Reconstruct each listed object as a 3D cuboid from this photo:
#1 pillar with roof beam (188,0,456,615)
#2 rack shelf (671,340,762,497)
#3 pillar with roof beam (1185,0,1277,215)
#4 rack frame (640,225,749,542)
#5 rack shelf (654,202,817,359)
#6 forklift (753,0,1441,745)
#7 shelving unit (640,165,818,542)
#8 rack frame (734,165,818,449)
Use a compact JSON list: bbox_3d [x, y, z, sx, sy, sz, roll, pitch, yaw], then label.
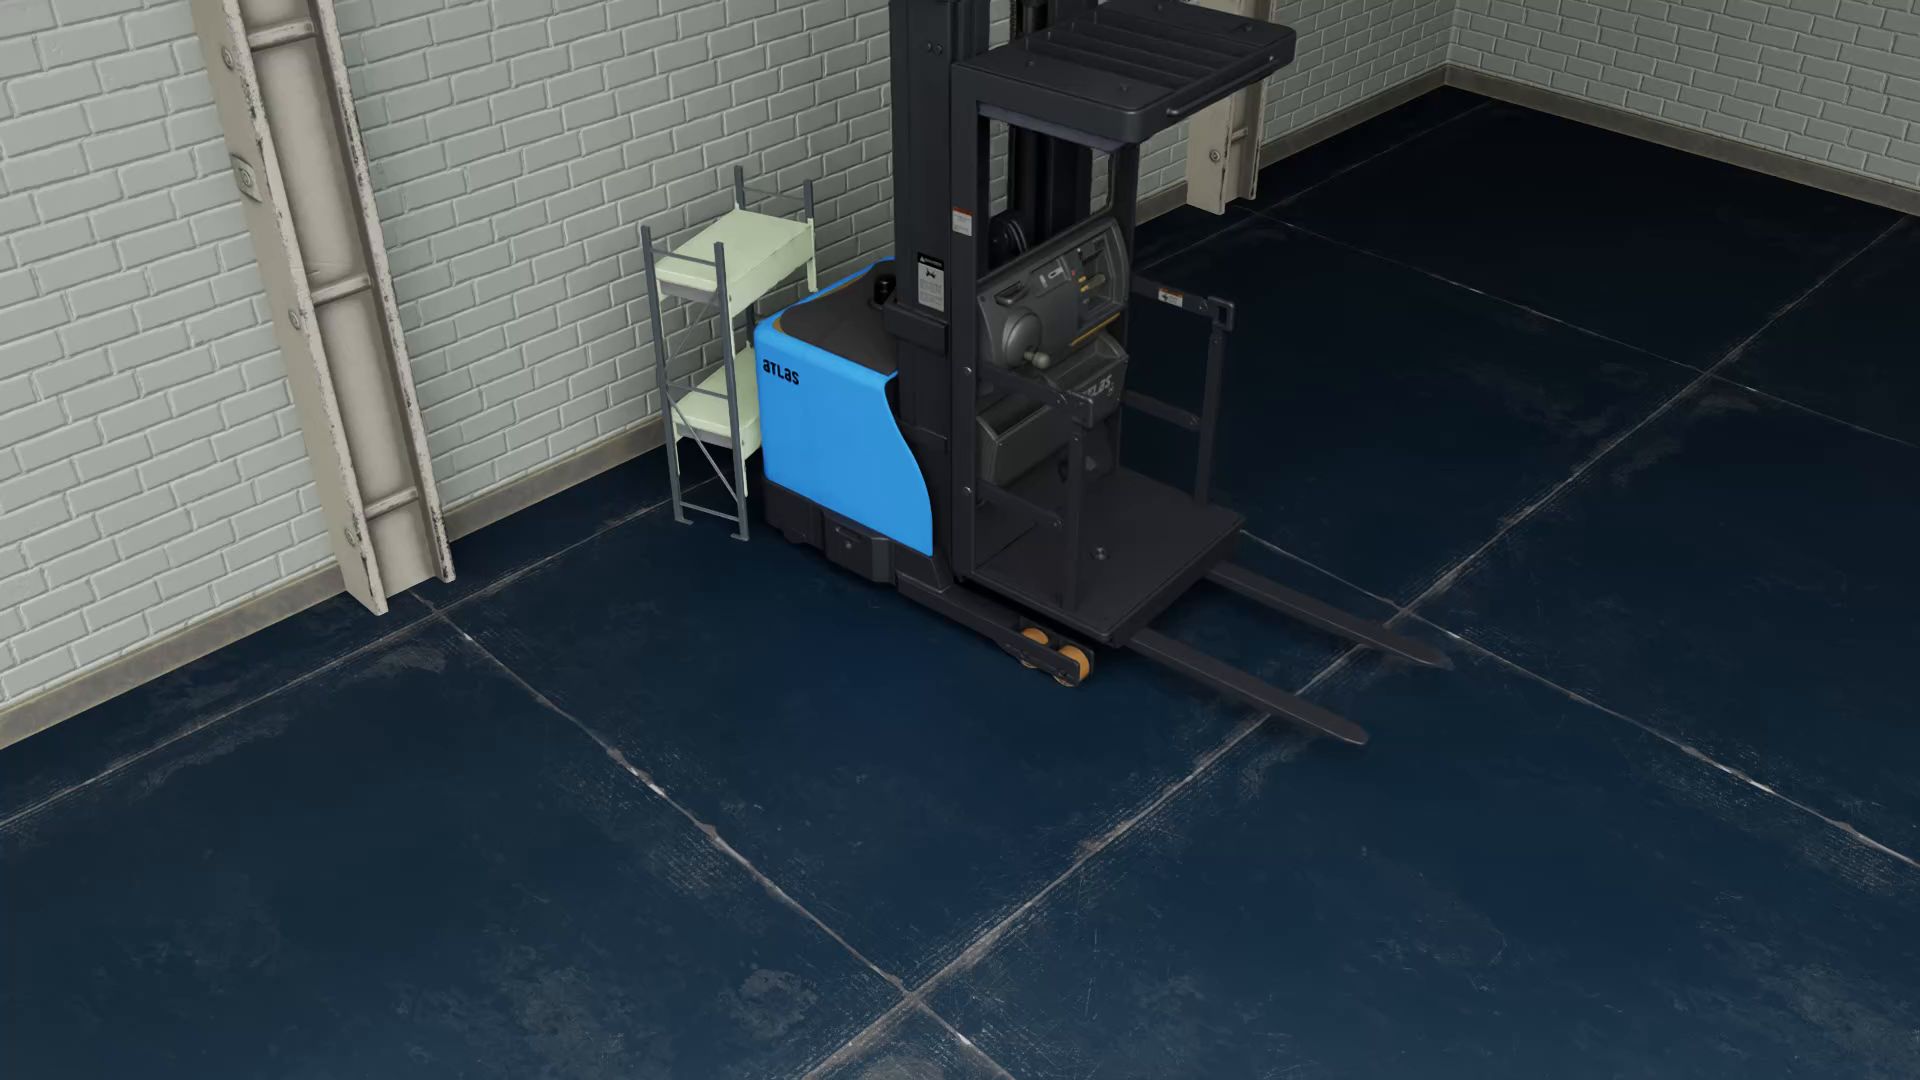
[{"bbox_3d":[0.538,-1.765,2.415,9.100,9.000,0.400,30,45,35],"label":"pillar with roof beam"},{"bbox_3d":[-1.006,-0.584,7.846,0.431,0.370,0.720,16,38,21],"label":"rack shelf"},{"bbox_3d":[4.765,-4.201,5.907,9.100,9.000,0.400,30,45,35],"label":"pillar with roof beam"},{"bbox_3d":[-1.166,-0.663,7.390,0.400,1.500,0.023,16,38,21],"label":"rack frame"},{"bbox_3d":[-1.006,-1.171,7.436,0.431,0.370,0.720,16,38,21],"label":"rack shelf"},{"bbox_3d":[0.548,-0.941,6.537,3.031,2.935,1.130,25,42,31],"label":"forklift"},{"bbox_3d":[-1.006,-0.851,7.659,0.431,1.500,0.755,16,38,21],"label":"shelving unit"},{"bbox_3d":[-0.845,-1.039,7.929,0.400,1.500,0.023,16,38,21],"label":"rack frame"}]
